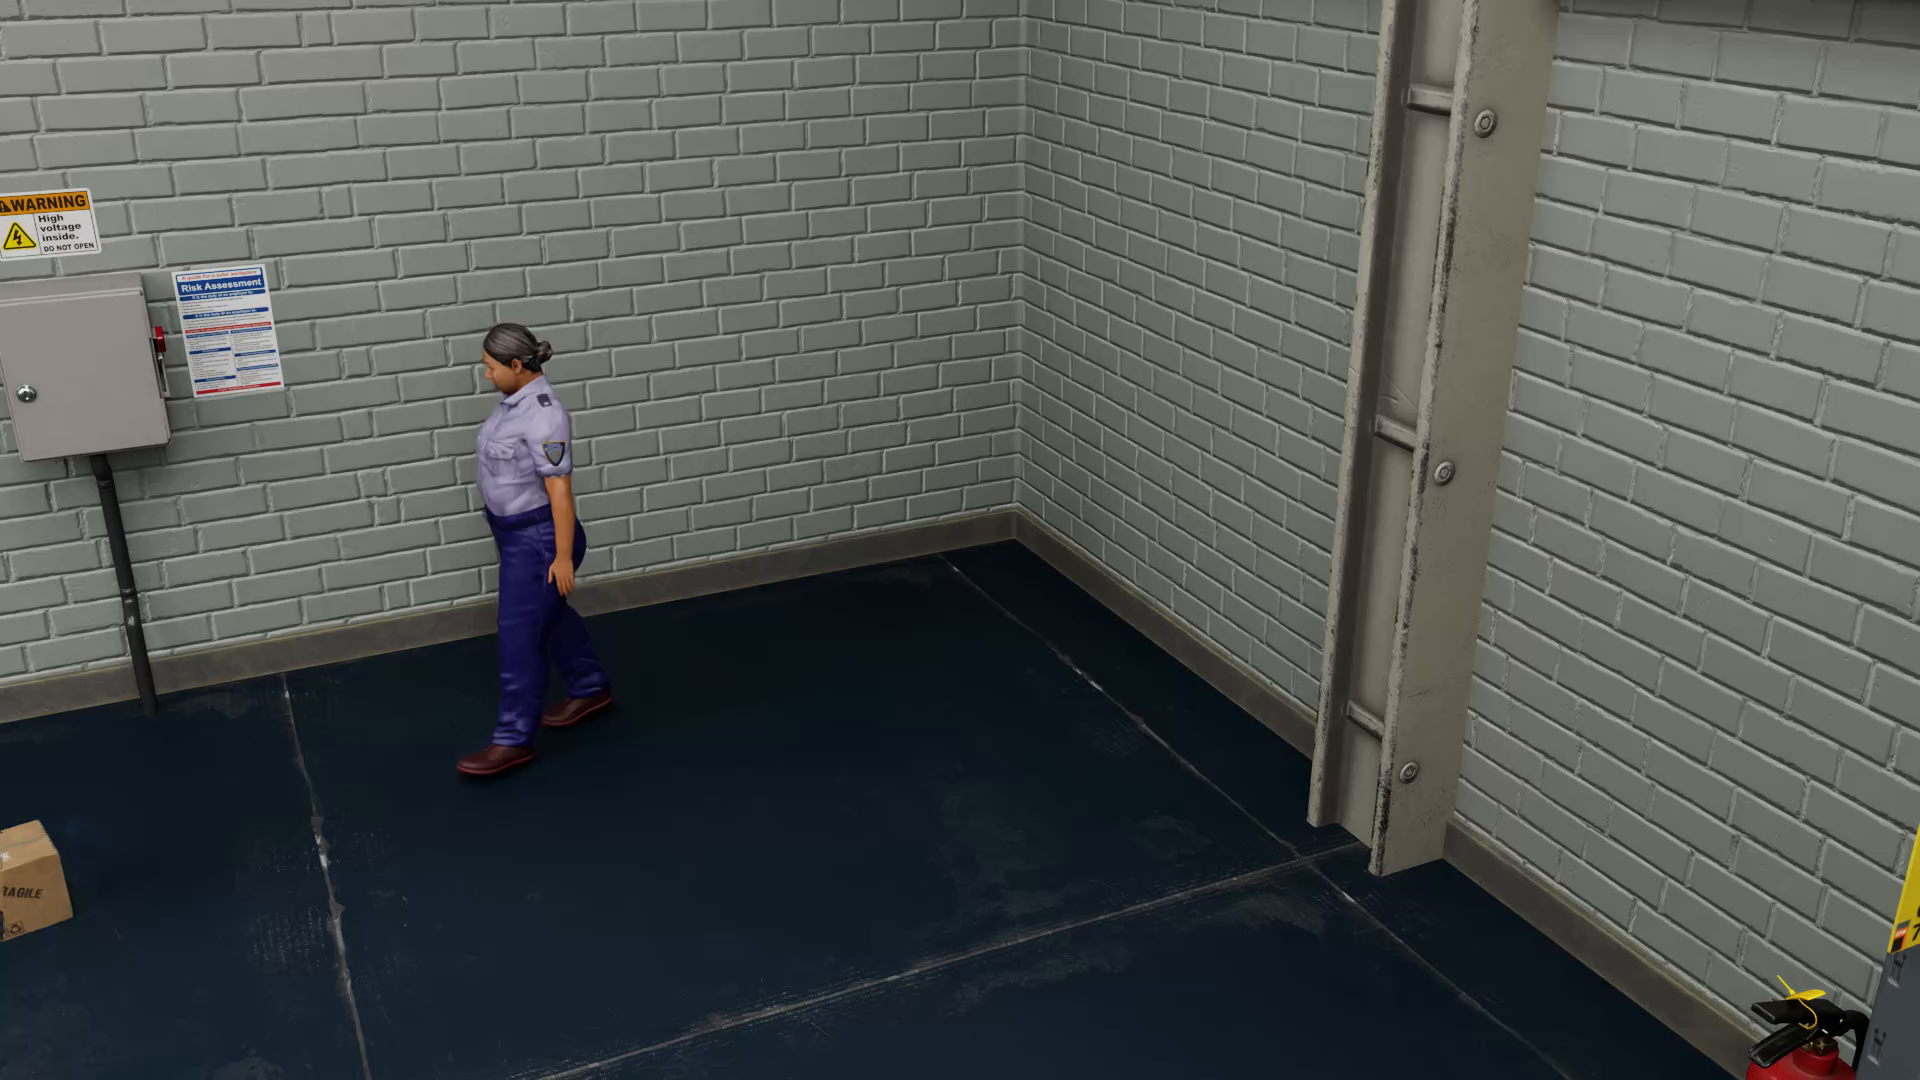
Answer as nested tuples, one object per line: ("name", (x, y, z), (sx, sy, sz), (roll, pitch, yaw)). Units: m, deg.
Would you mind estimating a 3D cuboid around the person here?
("person", (-1.619, 0.014, 6.063), (0.680, 1.634, 0.507), (-12, 25, -27))
